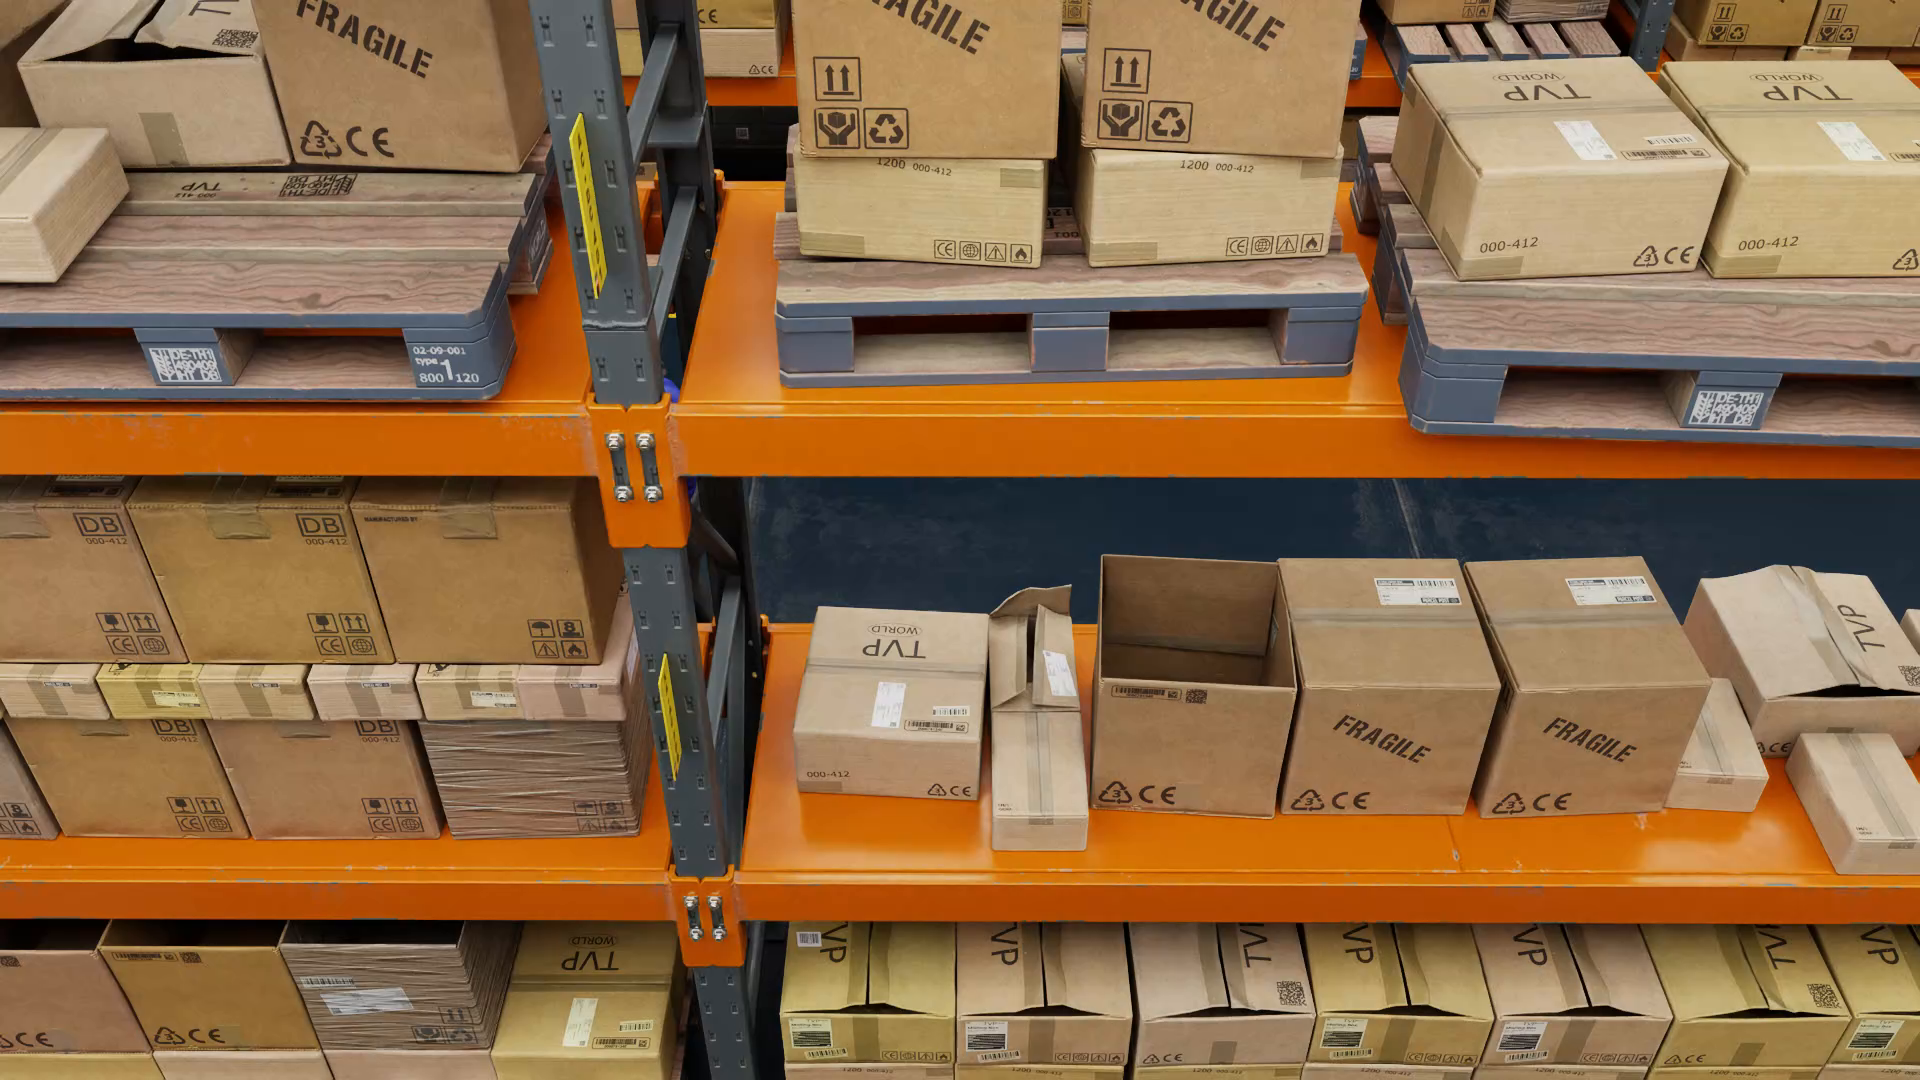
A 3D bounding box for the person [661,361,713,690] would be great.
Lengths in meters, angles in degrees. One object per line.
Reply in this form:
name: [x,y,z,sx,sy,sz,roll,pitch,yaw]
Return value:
person: [-1.102,-0.069,6.243,0.350,1.654,0.506,-1,40,-1]
